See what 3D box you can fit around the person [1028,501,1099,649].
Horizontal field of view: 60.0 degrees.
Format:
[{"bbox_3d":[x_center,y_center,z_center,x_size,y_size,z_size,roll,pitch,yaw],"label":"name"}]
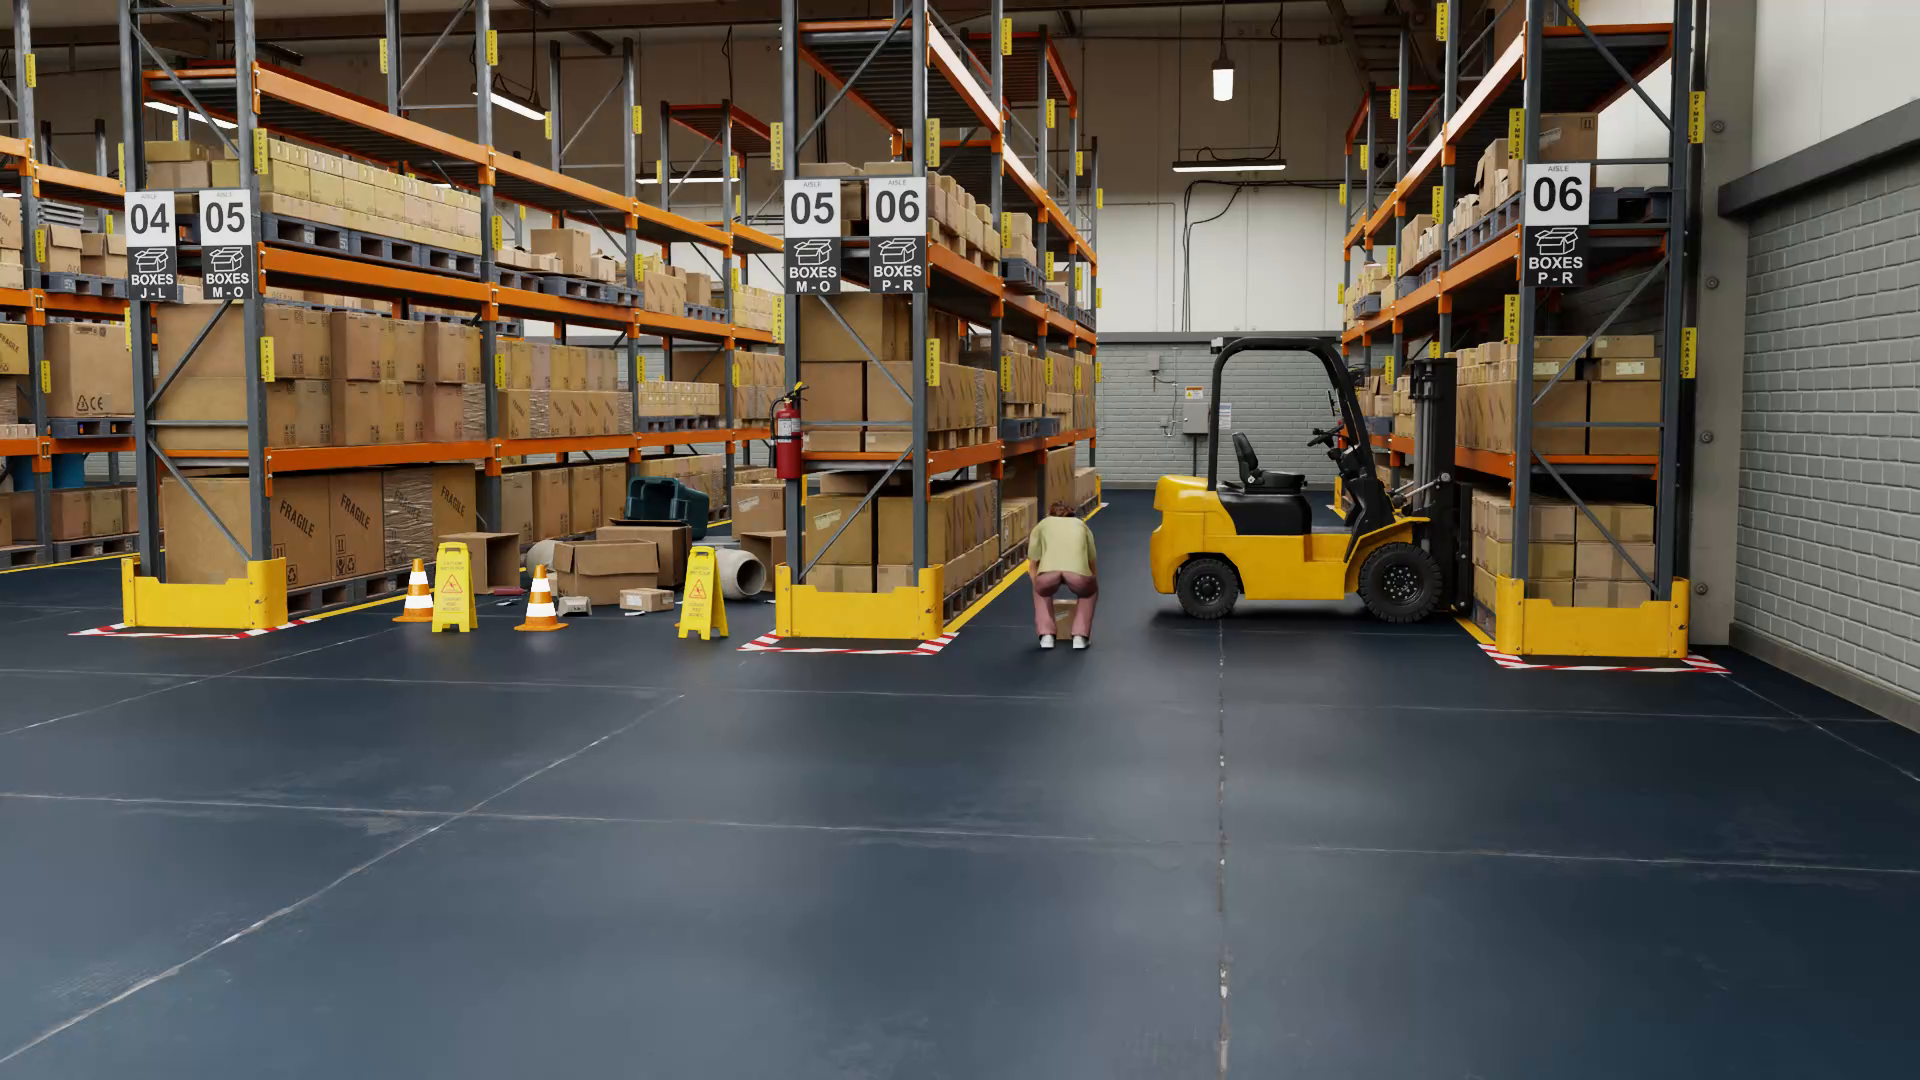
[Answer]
[{"bbox_3d":[0.695,0.232,11.379,0.495,0.974,0.787,1,5,8],"label":"person"}]
